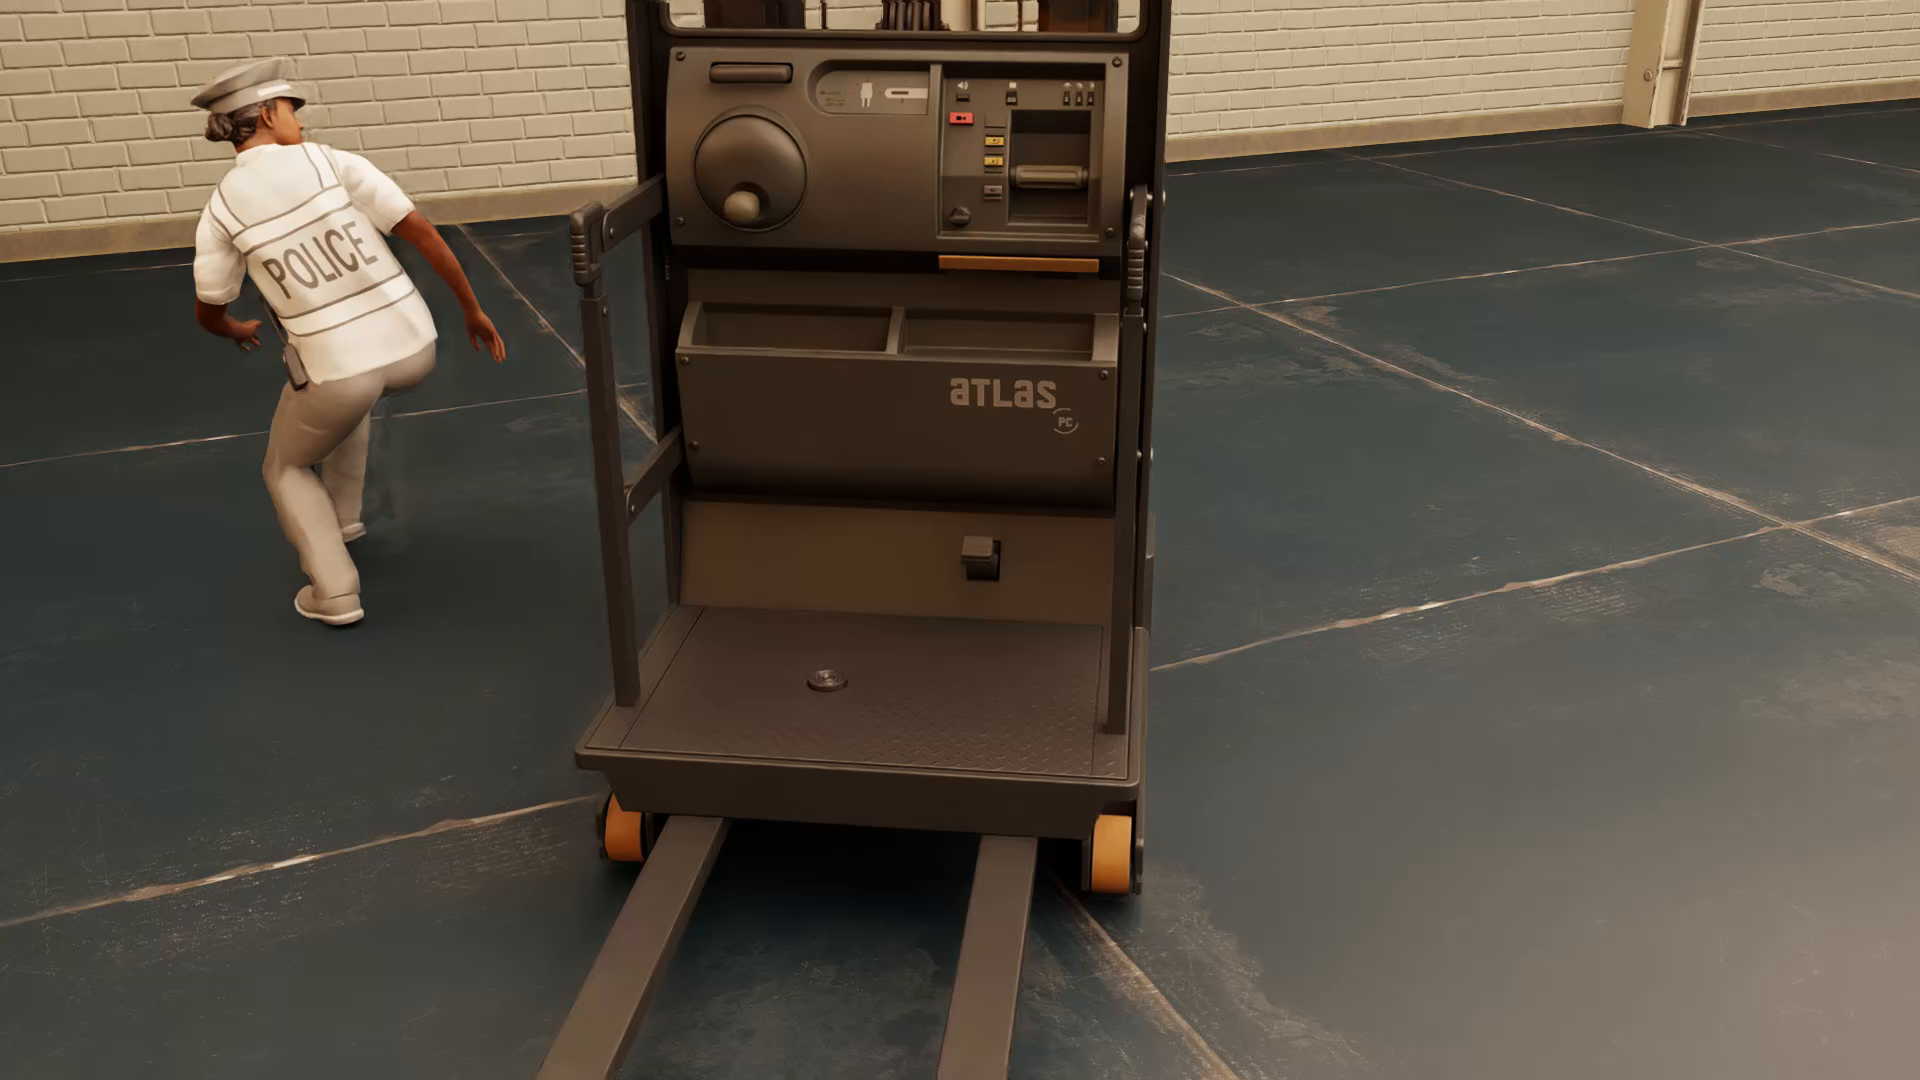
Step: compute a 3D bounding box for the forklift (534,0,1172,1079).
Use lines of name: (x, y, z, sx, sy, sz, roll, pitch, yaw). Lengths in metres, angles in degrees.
forklift: (-0.153, -0.773, 3.146, 1.130, 2.935, 3.031, 3, 23, 6)

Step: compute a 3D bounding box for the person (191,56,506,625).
person: (-1.707, -0.561, 4.563, 0.683, 1.489, 0.722, -17, 28, -35)
